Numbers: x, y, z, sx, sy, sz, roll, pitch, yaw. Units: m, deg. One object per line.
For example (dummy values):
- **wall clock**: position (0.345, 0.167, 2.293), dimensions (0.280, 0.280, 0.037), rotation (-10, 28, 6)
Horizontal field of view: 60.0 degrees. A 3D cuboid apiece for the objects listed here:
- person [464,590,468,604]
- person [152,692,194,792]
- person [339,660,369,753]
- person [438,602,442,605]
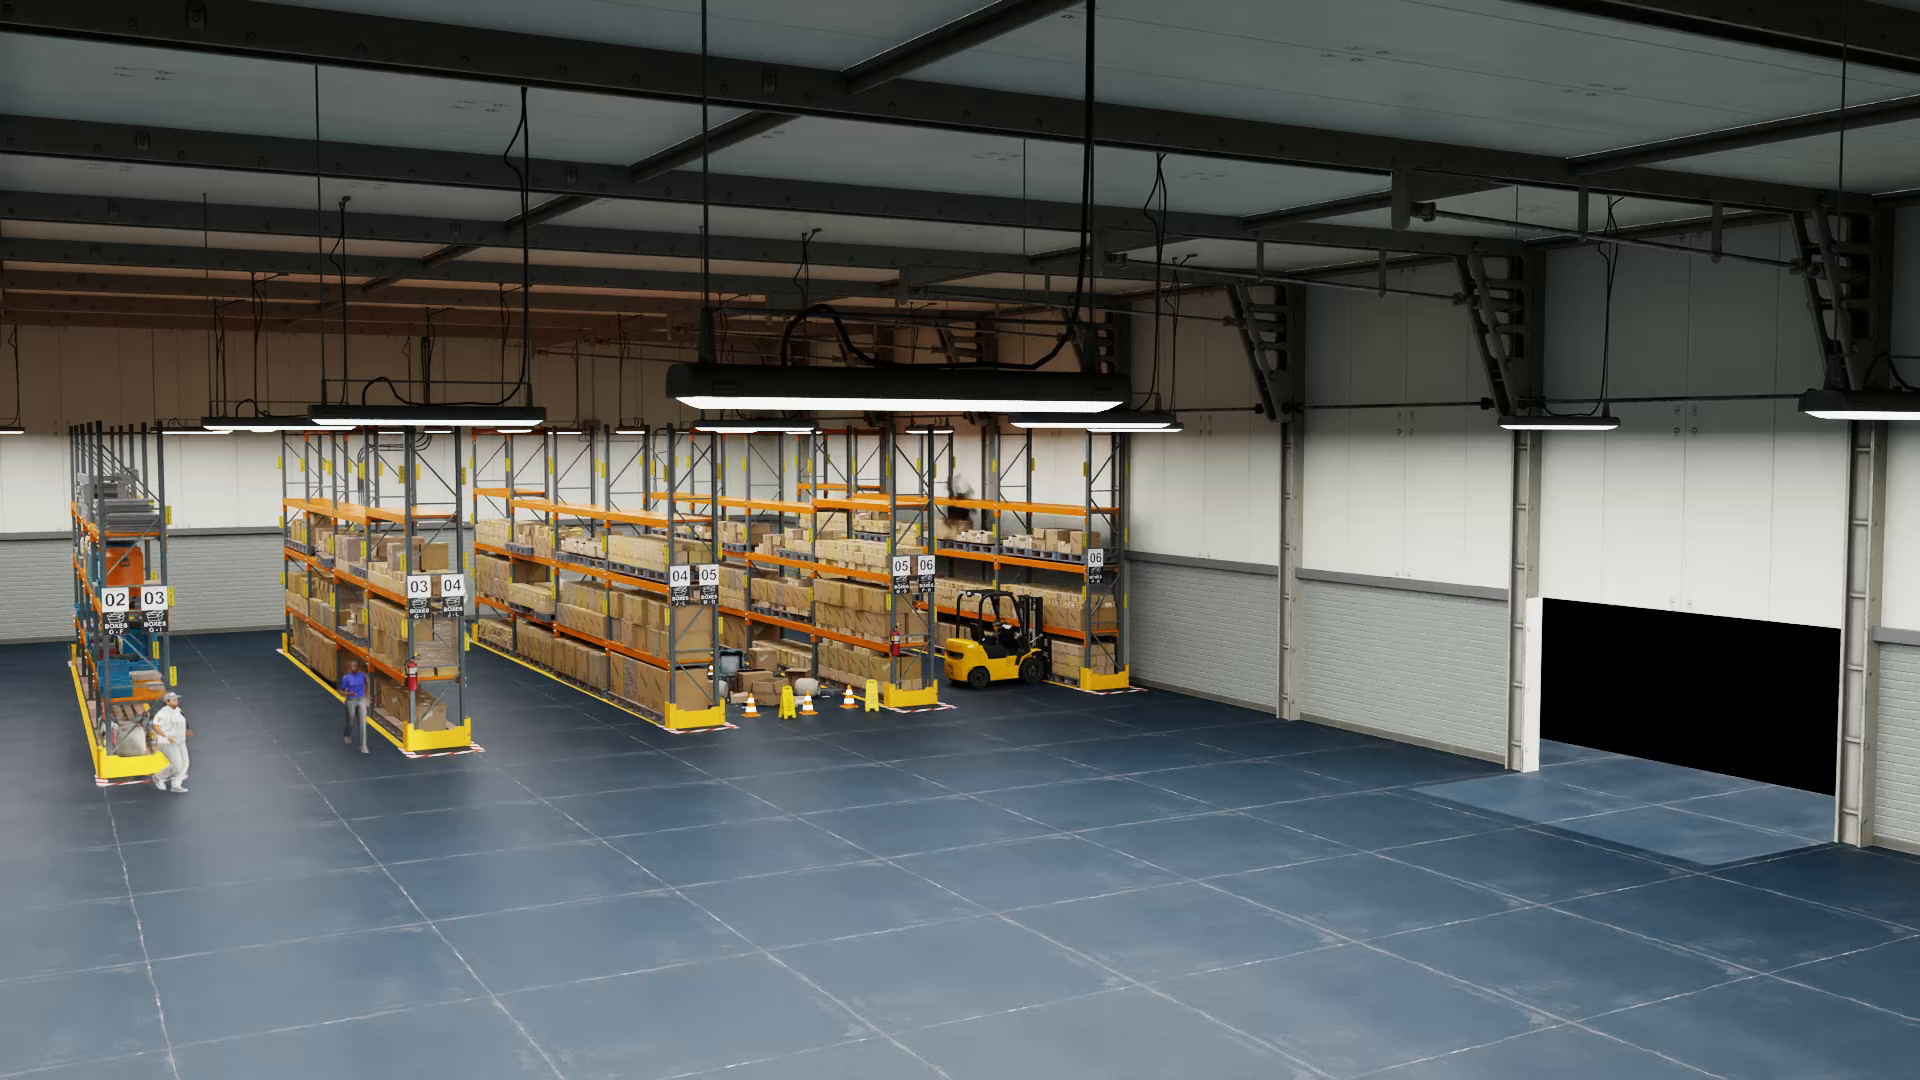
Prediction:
- **person**: position (-14.243, 1.974, 47.118), dimensions (0.755, 1.786, 0.756), rotation (2, 4, 27)
- **person**: position (-12.698, 3.256, 26.778), dimensions (0.560, 1.624, 0.632), rotation (1, 4, 8)
- **person**: position (-11.017, 3.009, 30.285), dimensions (0.579, 1.657, 0.923), rotation (-3, 4, -37)
- **person**: position (-13.473, 2.135, 43.829), dimensions (0.669, 1.781, 0.951), rotation (-2, 4, -24)
